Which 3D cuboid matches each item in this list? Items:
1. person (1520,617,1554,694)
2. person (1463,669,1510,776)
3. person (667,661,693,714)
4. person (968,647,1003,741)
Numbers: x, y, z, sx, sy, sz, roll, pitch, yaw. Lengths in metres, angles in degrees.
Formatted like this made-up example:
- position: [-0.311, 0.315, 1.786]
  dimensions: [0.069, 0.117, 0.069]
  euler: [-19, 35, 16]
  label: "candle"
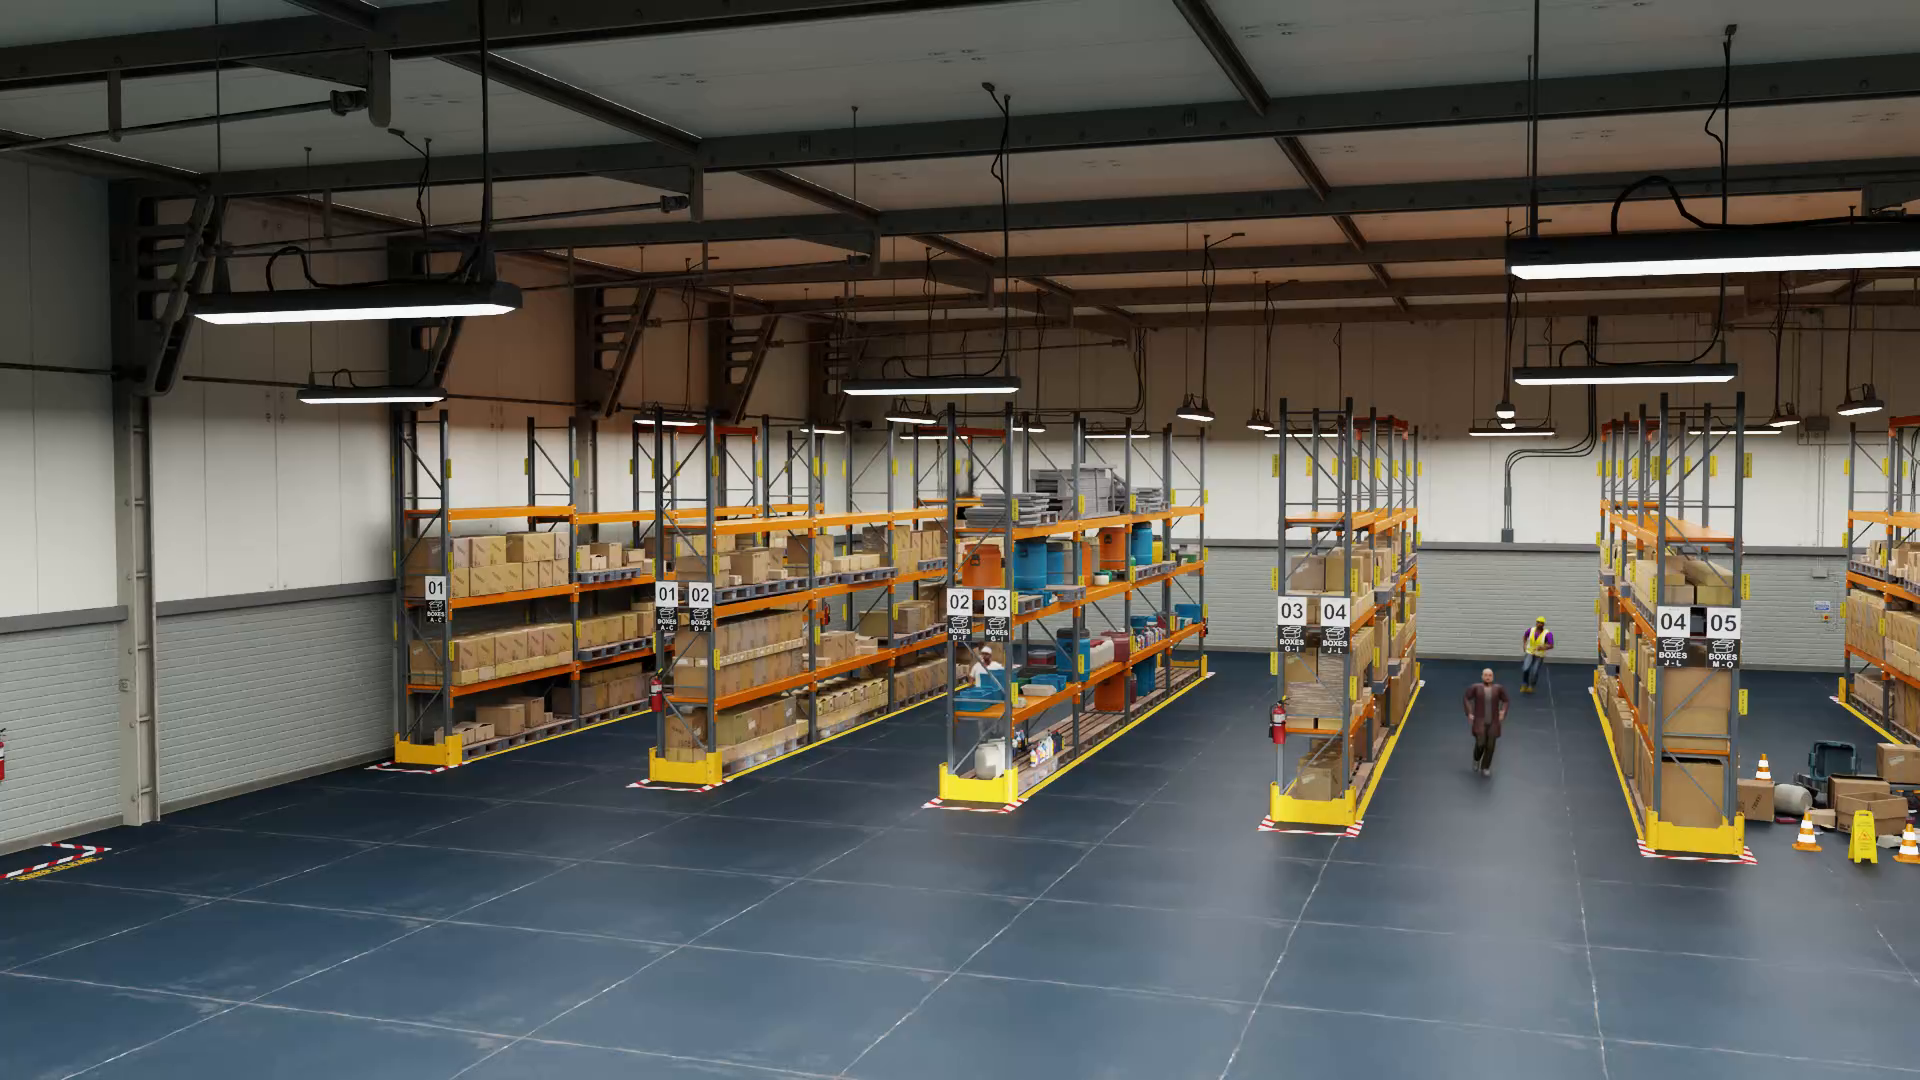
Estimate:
- position: [12.796, 2.566, 36.872]
  dimensions: [0.724, 1.745, 0.641]
  euler: [1, 3, 30]
  label: "person"
- position: [8.590, 2.969, 27.067]
  dimensions: [0.723, 1.746, 0.572]
  euler: [0, 2, 9]
  label: "person"
- position: [-5.037, 2.787, 30.618]
  dimensions: [0.685, 1.831, 0.832]
  euler: [0, 2, 8]
  label: "person"
- position: [0.485, 2.826, 30.683]
  dimensions: [0.700, 1.718, 0.625]
  euler: [1, 3, 18]
  label: "person"
